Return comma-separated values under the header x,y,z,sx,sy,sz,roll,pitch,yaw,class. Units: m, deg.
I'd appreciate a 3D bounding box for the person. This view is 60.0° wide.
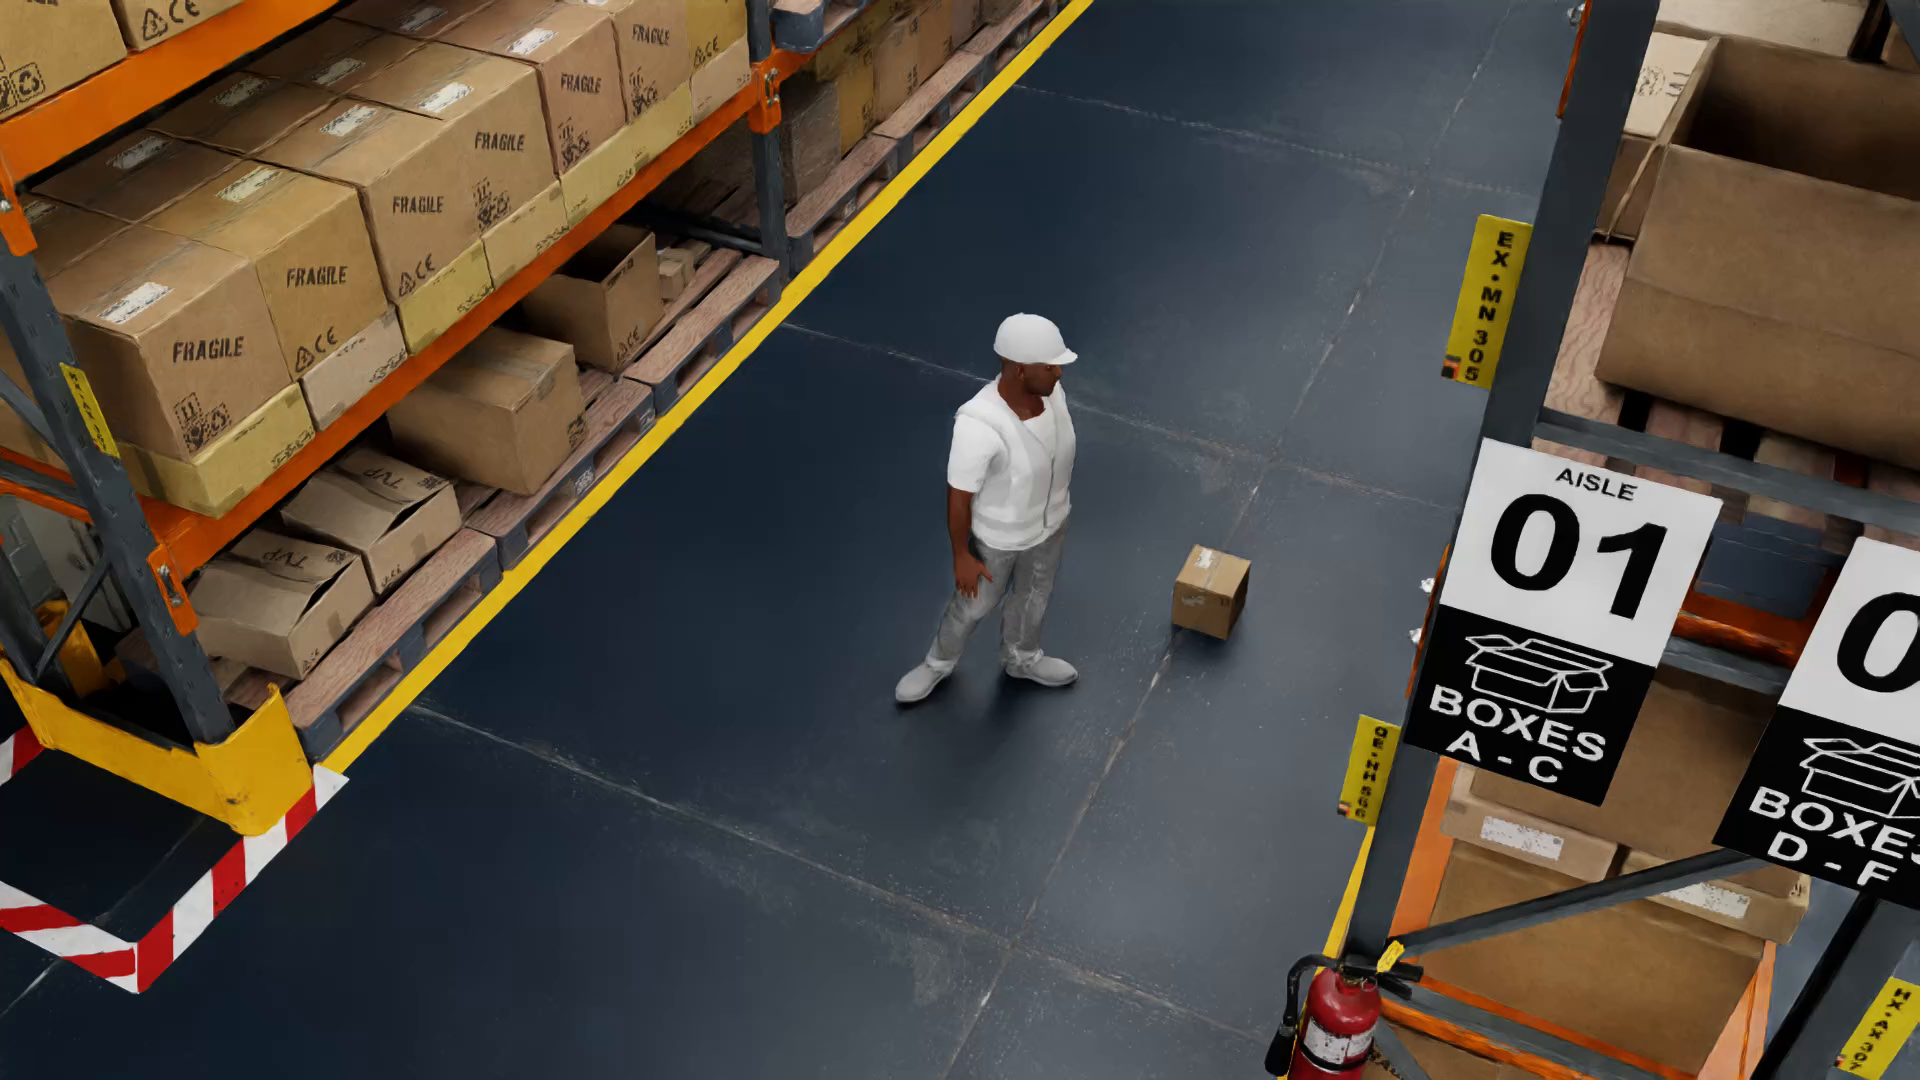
x,y,z,sx,sy,sz,roll,pitch,yaw,class
0.112,-0.058,6.211,0.706,1.772,0.474,-32,51,-30,person
